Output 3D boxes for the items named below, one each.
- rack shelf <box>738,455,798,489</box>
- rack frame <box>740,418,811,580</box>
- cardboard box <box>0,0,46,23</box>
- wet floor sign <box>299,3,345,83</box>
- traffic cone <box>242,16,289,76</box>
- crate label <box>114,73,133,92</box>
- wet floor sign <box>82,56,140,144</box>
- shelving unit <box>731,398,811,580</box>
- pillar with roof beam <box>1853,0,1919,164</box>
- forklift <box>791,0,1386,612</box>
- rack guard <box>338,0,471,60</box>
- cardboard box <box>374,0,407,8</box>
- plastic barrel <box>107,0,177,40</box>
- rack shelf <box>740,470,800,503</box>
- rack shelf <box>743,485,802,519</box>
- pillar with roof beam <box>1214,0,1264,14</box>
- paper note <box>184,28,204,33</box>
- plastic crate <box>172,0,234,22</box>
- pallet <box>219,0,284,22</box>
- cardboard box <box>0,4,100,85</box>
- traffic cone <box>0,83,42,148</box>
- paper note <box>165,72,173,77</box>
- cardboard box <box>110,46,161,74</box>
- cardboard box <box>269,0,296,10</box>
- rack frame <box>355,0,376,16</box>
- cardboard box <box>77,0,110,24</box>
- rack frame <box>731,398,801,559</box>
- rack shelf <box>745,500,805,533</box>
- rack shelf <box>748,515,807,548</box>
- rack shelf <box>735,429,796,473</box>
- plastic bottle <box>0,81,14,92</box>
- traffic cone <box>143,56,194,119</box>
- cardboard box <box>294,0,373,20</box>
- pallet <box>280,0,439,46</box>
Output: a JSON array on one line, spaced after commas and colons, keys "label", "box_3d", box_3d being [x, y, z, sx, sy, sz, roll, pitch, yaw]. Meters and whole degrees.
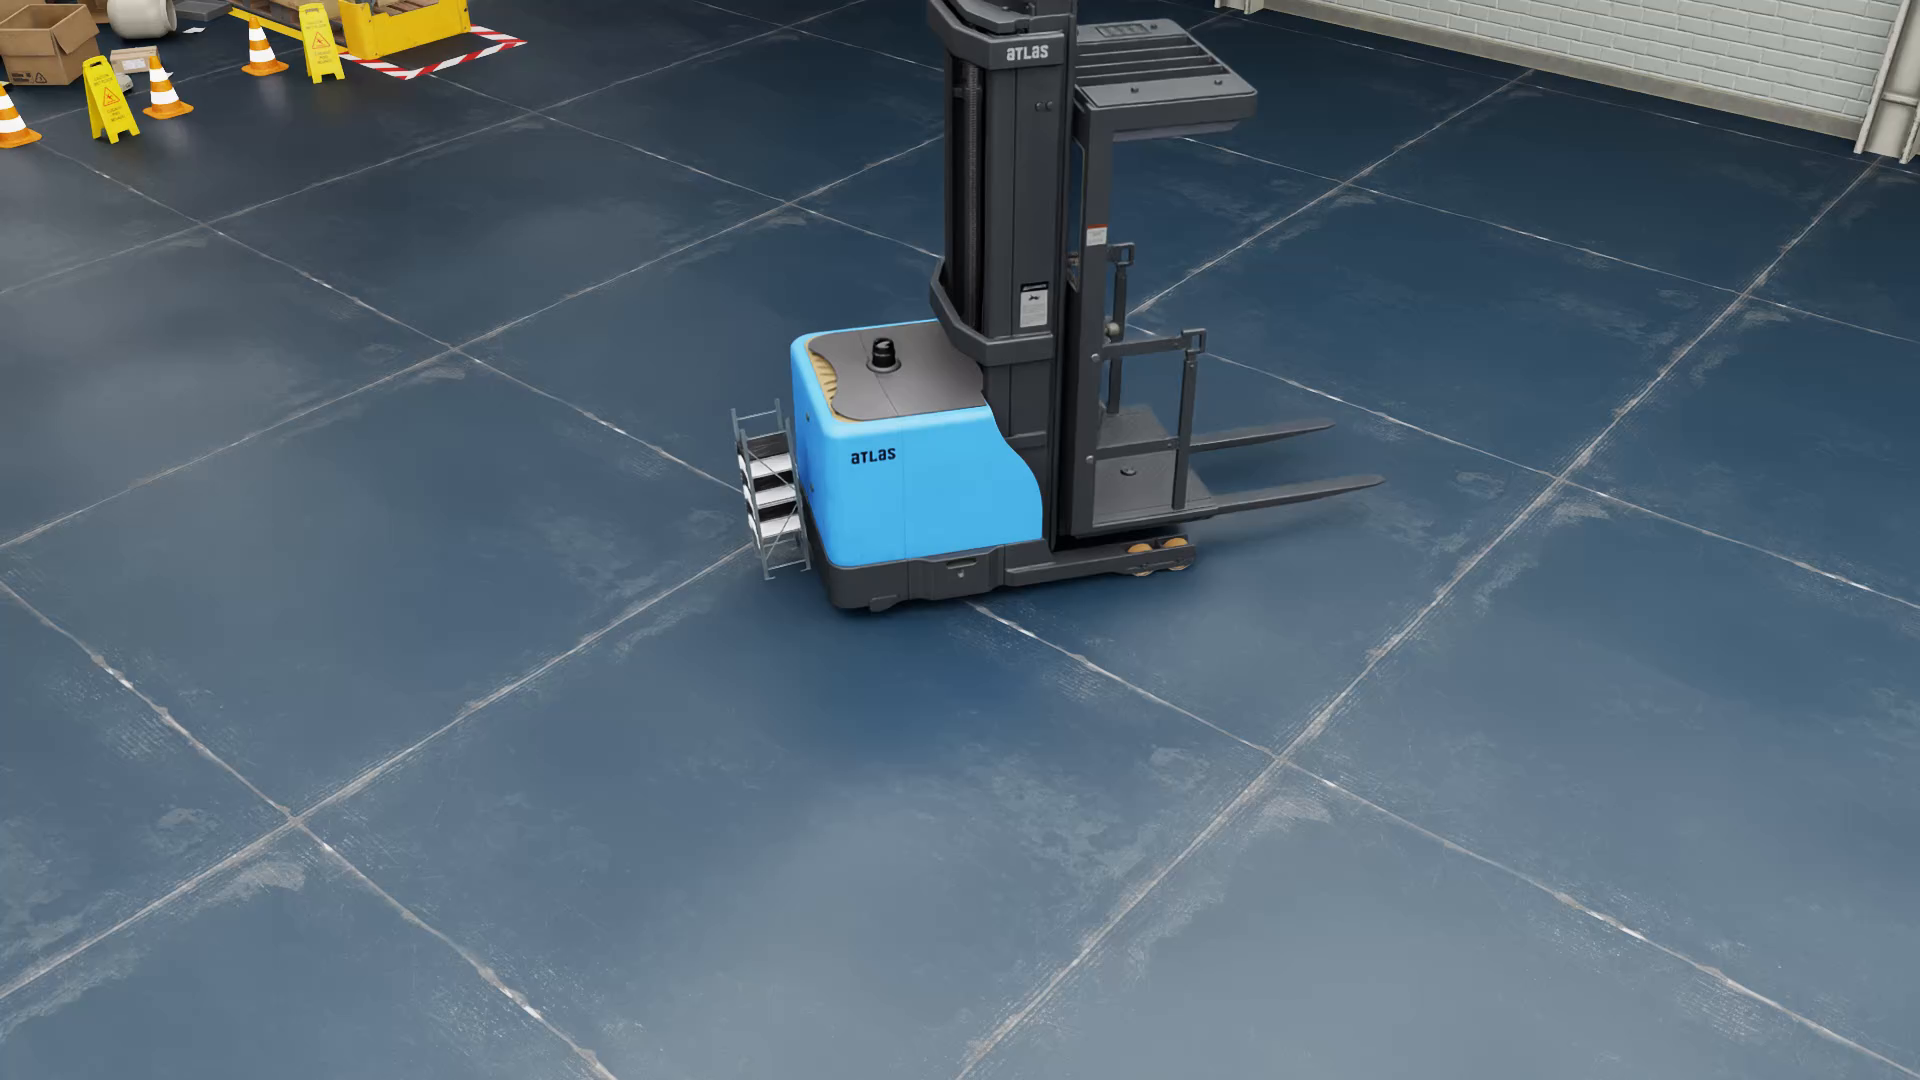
[{"label": "rack shelf", "box_3d": [-0.948, -0.363, 8.210, 0.258, 0.077, 0.200, -14, 37, -13]}, {"label": "rack frame", "box_3d": [-0.906, -0.190, 8.216, 0.240, 0.900, 0.006, -14, 37, -13]}, {"label": "cardboard box", "box_3d": [-8.761, -4.762, 15.120, 0.503, 0.637, 0.797, 25, 42, 32]}, {"label": "wet floor sign", "box_3d": [-5.606, -4.361, 14.530, 0.267, 0.644, 0.232, -18, 38, -25]}, {"label": "traffic cone", "box_3d": [-6.223, -4.414, 14.769, 0.334, 0.463, 0.336, 25, 42, 32]}, {"label": "crate label", "box_3d": [-7.316, -3.932, 14.354, 0.298, 0.136, 0.250, 6, 35, 8]}, {"label": "wet floor sign", "box_3d": [-6.868, -3.556, 13.358, 0.232, 0.644, 0.267, 18, 38, 24]}, {"label": "shelving unit", "box_3d": [-0.939, -0.244, 8.295, 0.258, 0.900, 0.210, -14, 37, -13]}, {"label": "pillar with roof beam", "box_3d": [4.615, -4.924, 7.971, 0.400, 9.000, 9.100, 25, 42, 32]}, {"label": "forklift", "box_3d": [0.712, -1.304, 8.060, 3.031, 2.935, 1.130, -8, 35, -12]}, {"label": "rack guard", "box_3d": [-5.126, -4.863, 15.389, 0.348, 0.500, 1.175, 25, 42, 32]}, {"label": "cardboard box", "box_3d": [-5.510, -5.318, 15.902, 0.500, 0.250, 0.500, 25, 42, 31]}, {"label": "plastic barrel", "box_3d": [-7.623, -4.893, 15.501, 0.512, 0.421, 0.421, -6, 35, -8]}, {"label": "rack shelf", "box_3d": [-0.942, -0.290, 8.262, 0.258, 0.077, 0.200, -14, 37, -13]}, {"label": "rack shelf", "box_3d": [-0.936, -0.217, 8.314, 0.258, 0.077, 0.200, -14, 37, -13]}, {"label": "pillar with roof beam", "box_3d": [0.004, -7.098, 11.136, 0.400, 9.000, 9.100, 25, 42, 32]}, {"label": "paper note", "box_3d": [-7.262, -4.840, 15.771, 0.148, 0.019, 0.142, 12, 36, 16]}, {"label": "plastic crate", "box_3d": [-7.459, -5.186, 16.230, 0.583, 0.080, 0.402, 12, 36, 16]}, {"label": "pallet", "box_3d": [-6.661, -5.495, 16.565, 1.213, 0.211, 1.003, 25, 42, 32]}, {"label": "cardboard box", "box_3d": [-8.037, -4.371, 14.671, 0.637, 0.503, 0.797, 0, 34, 0]}, {"label": "traffic cone", "box_3d": [-7.656, -3.440, 13.350, 0.334, 0.463, 0.336, 25, 42, 32]}, {"label": "paper note", "box_3d": [-7.067, -4.118, 14.719, 0.142, 0.019, 0.148, 12, 36, 16]}, {"label": "cardboard box", "box_3d": [-7.367, -4.286, 14.860, 0.380, 0.149, 0.250, -12, 36, -17]}, {"label": "cardboard box", "box_3d": [-6.254, -5.272, 15.835, 0.500, 0.250, 0.500, 25, 42, 32]}, {"label": "rack frame", "box_3d": [-5.067, -5.866, 14.641, 0.127, 3.000, 1.000, 25, 42, 32]}, {"label": "cardboard box", "box_3d": [-8.189, -5.305, 16.031, 0.500, 0.500, 0.500, -6, 35, -8]}, {"label": "rack frame", "box_3d": [-0.972, -0.298, 8.374, 0.240, 0.900, 0.006, -14, 37, -13]}, {"label": "rack shelf", "box_3d": [-0.931, -0.144, 8.367, 0.258, 0.077, 0.200, -14, 37, -13]}, {"label": "rack shelf", "box_3d": [-0.925, -0.071, 8.419, 0.258, 0.077, 0.200, -14, 37, -13]}, {"label": "rack shelf", "box_3d": [-0.954, -0.436, 8.157, 0.258, 0.077, 0.200, -14, 37, -13]}, {"label": "plastic bottle", "box_3d": [-8.375, -3.938, 14.431, 0.283, 0.061, 0.133, 12, 36, 16]}, {"label": "traffic cone", "box_3d": [-6.672, -3.808, 13.887, 0.334, 0.463, 0.336, 25, 42, 32]}, {"label": "cardboard box", "box_3d": [-5.879, -5.090, 15.570, 0.500, 0.250, 0.500, 25, 42, 32]}, {"label": "pallet", "box_3d": [-5.727, -5.053, 15.922, 1.213, 0.211, 1.003, 25, 42, 32]}]
